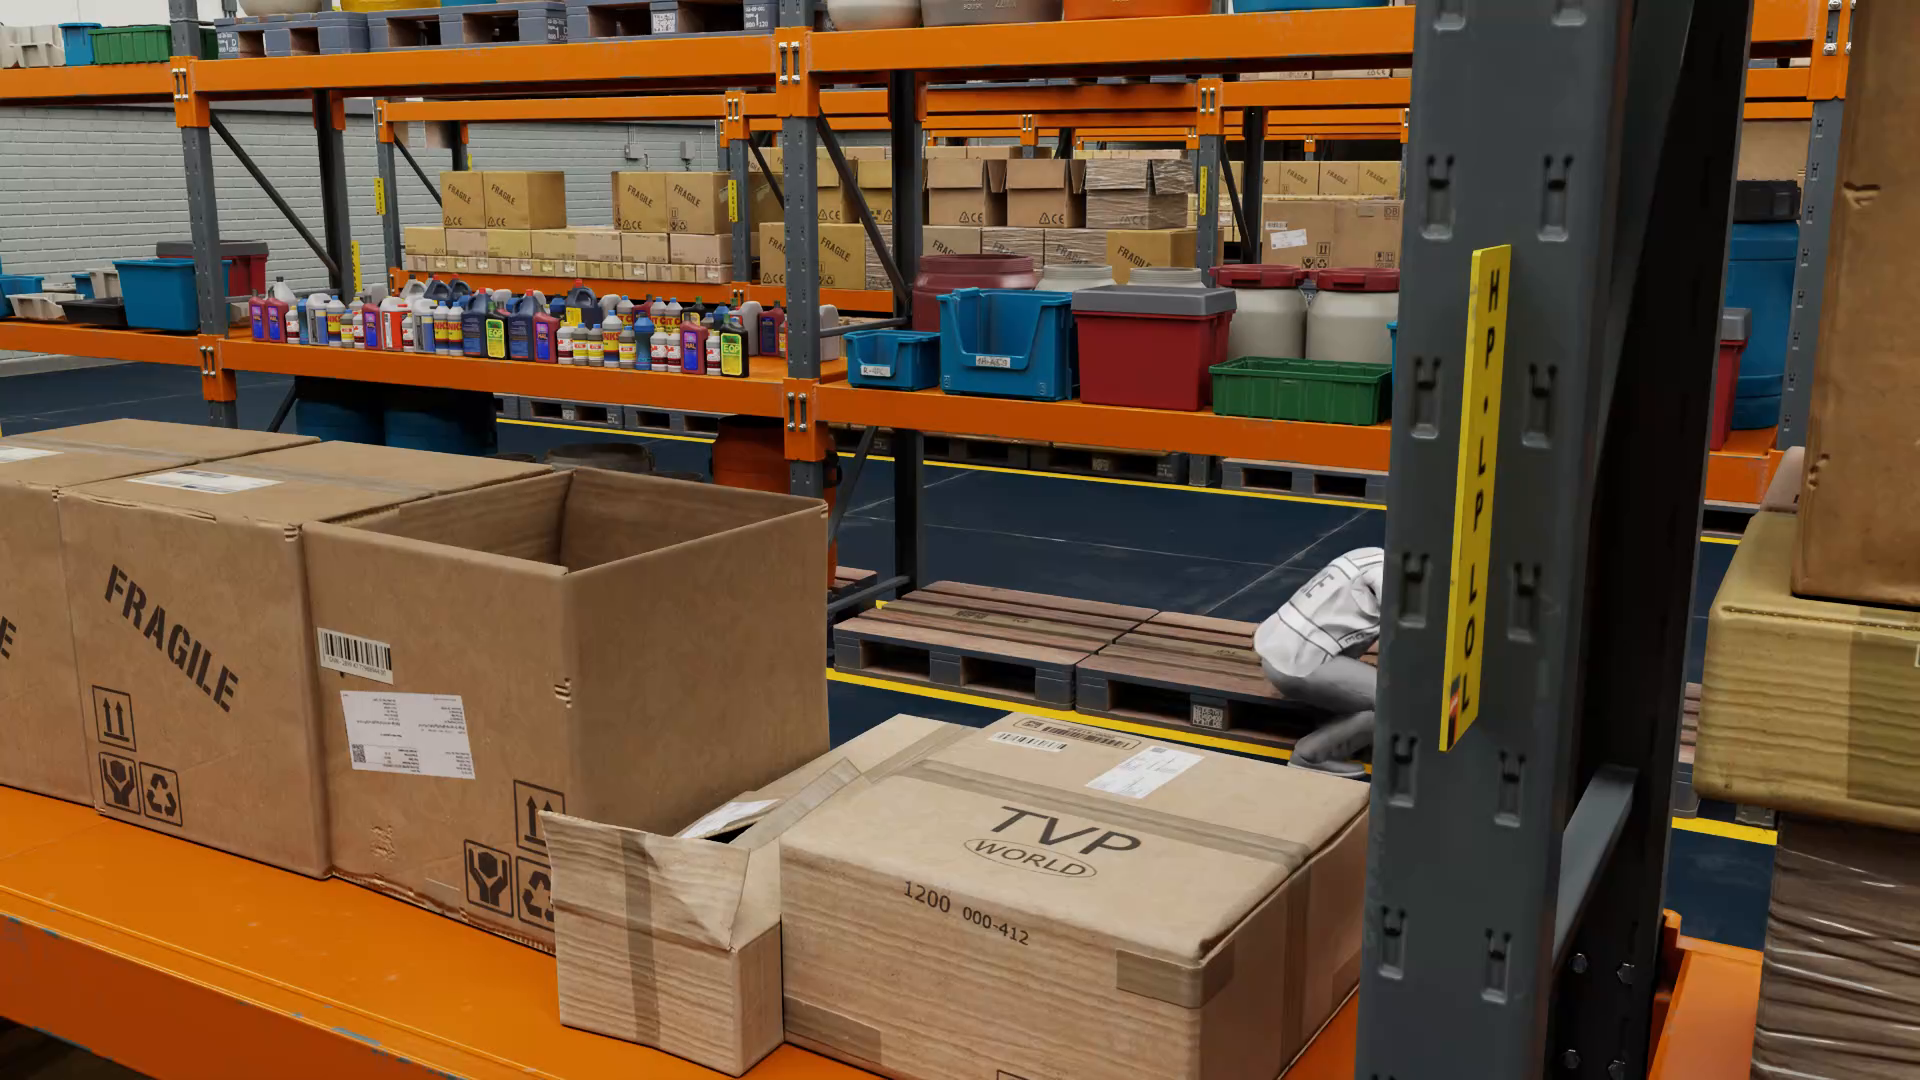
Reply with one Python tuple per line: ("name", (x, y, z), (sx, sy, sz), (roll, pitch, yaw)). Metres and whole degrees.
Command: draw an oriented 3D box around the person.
("person", (1.586, 0.392, 6.318), (0.936, 0.985, 0.468), (1, 13, 3))
